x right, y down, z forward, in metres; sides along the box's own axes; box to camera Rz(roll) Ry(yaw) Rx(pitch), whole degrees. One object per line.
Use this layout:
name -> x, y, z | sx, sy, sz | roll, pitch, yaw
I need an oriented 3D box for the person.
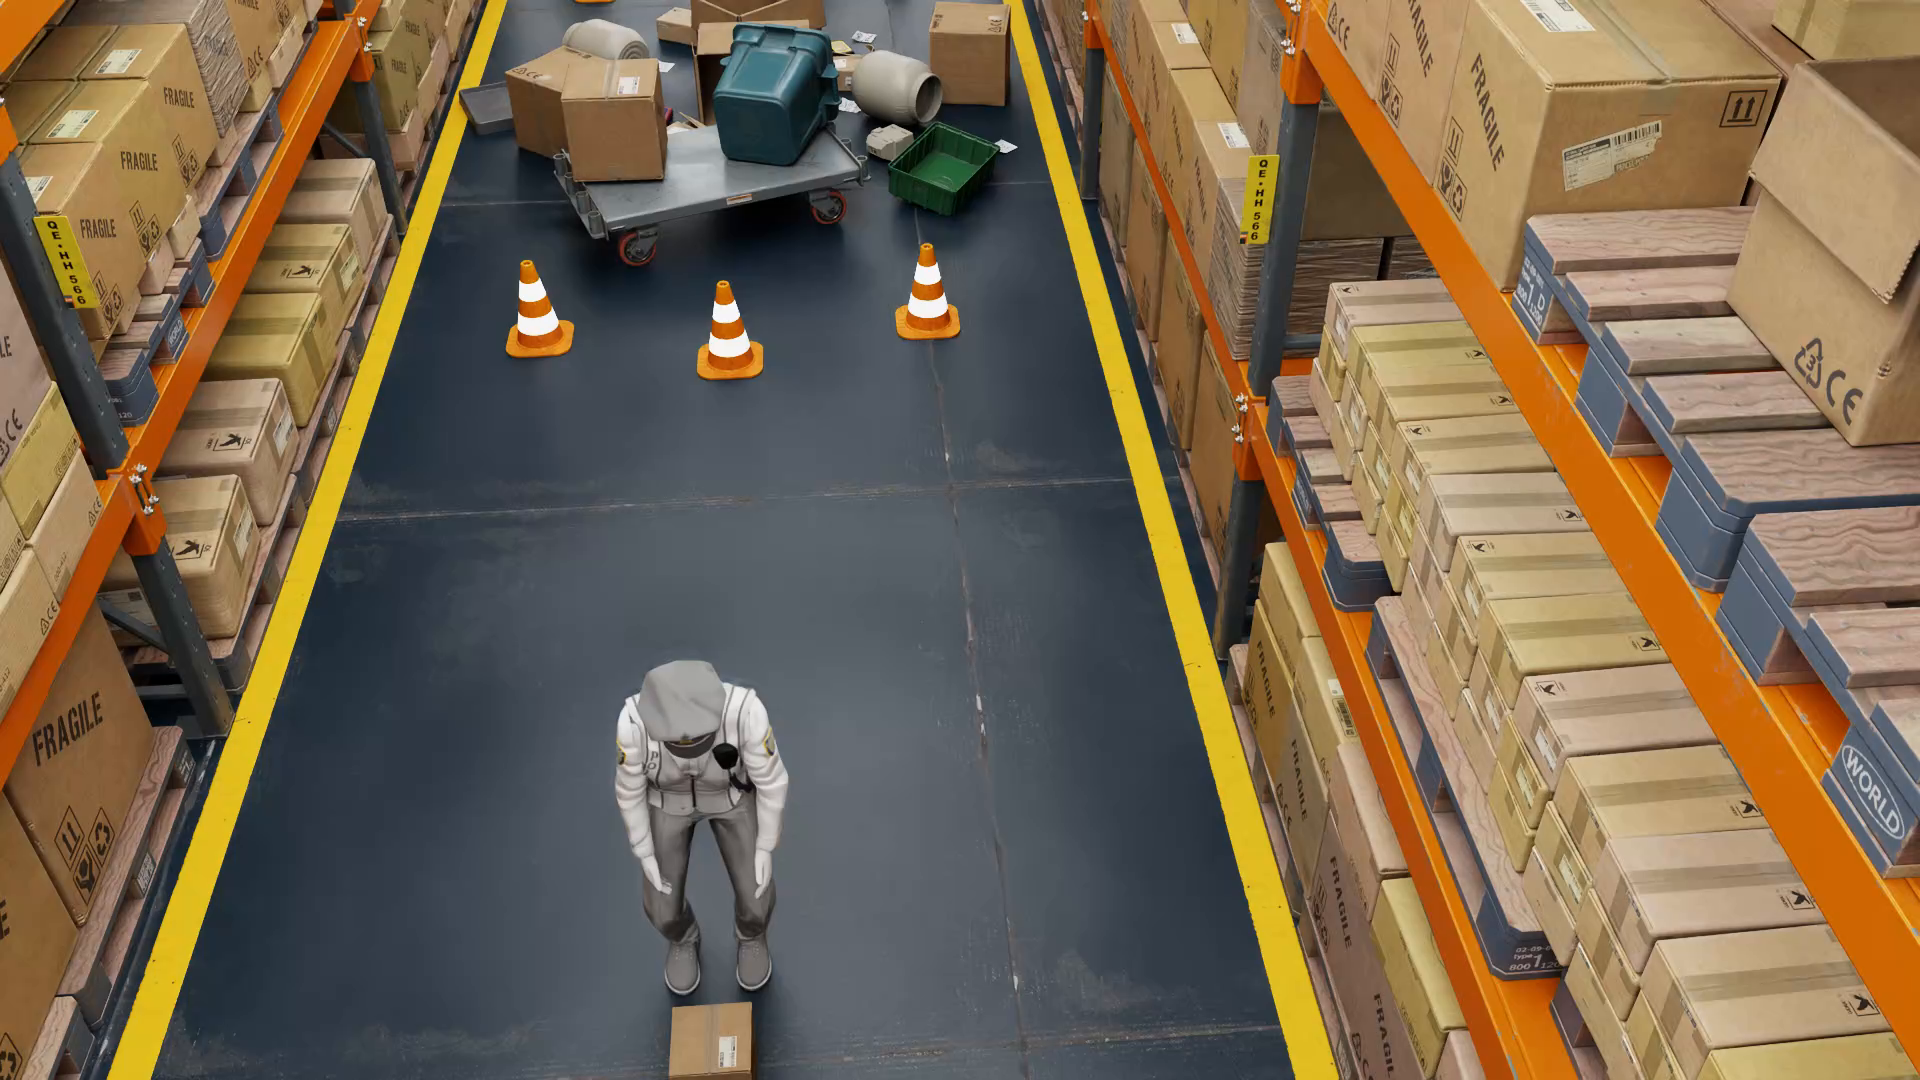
person -> -0.787, 0.883, 5.199 | 0.527, 1.522, 0.591 | -3, 39, -3
